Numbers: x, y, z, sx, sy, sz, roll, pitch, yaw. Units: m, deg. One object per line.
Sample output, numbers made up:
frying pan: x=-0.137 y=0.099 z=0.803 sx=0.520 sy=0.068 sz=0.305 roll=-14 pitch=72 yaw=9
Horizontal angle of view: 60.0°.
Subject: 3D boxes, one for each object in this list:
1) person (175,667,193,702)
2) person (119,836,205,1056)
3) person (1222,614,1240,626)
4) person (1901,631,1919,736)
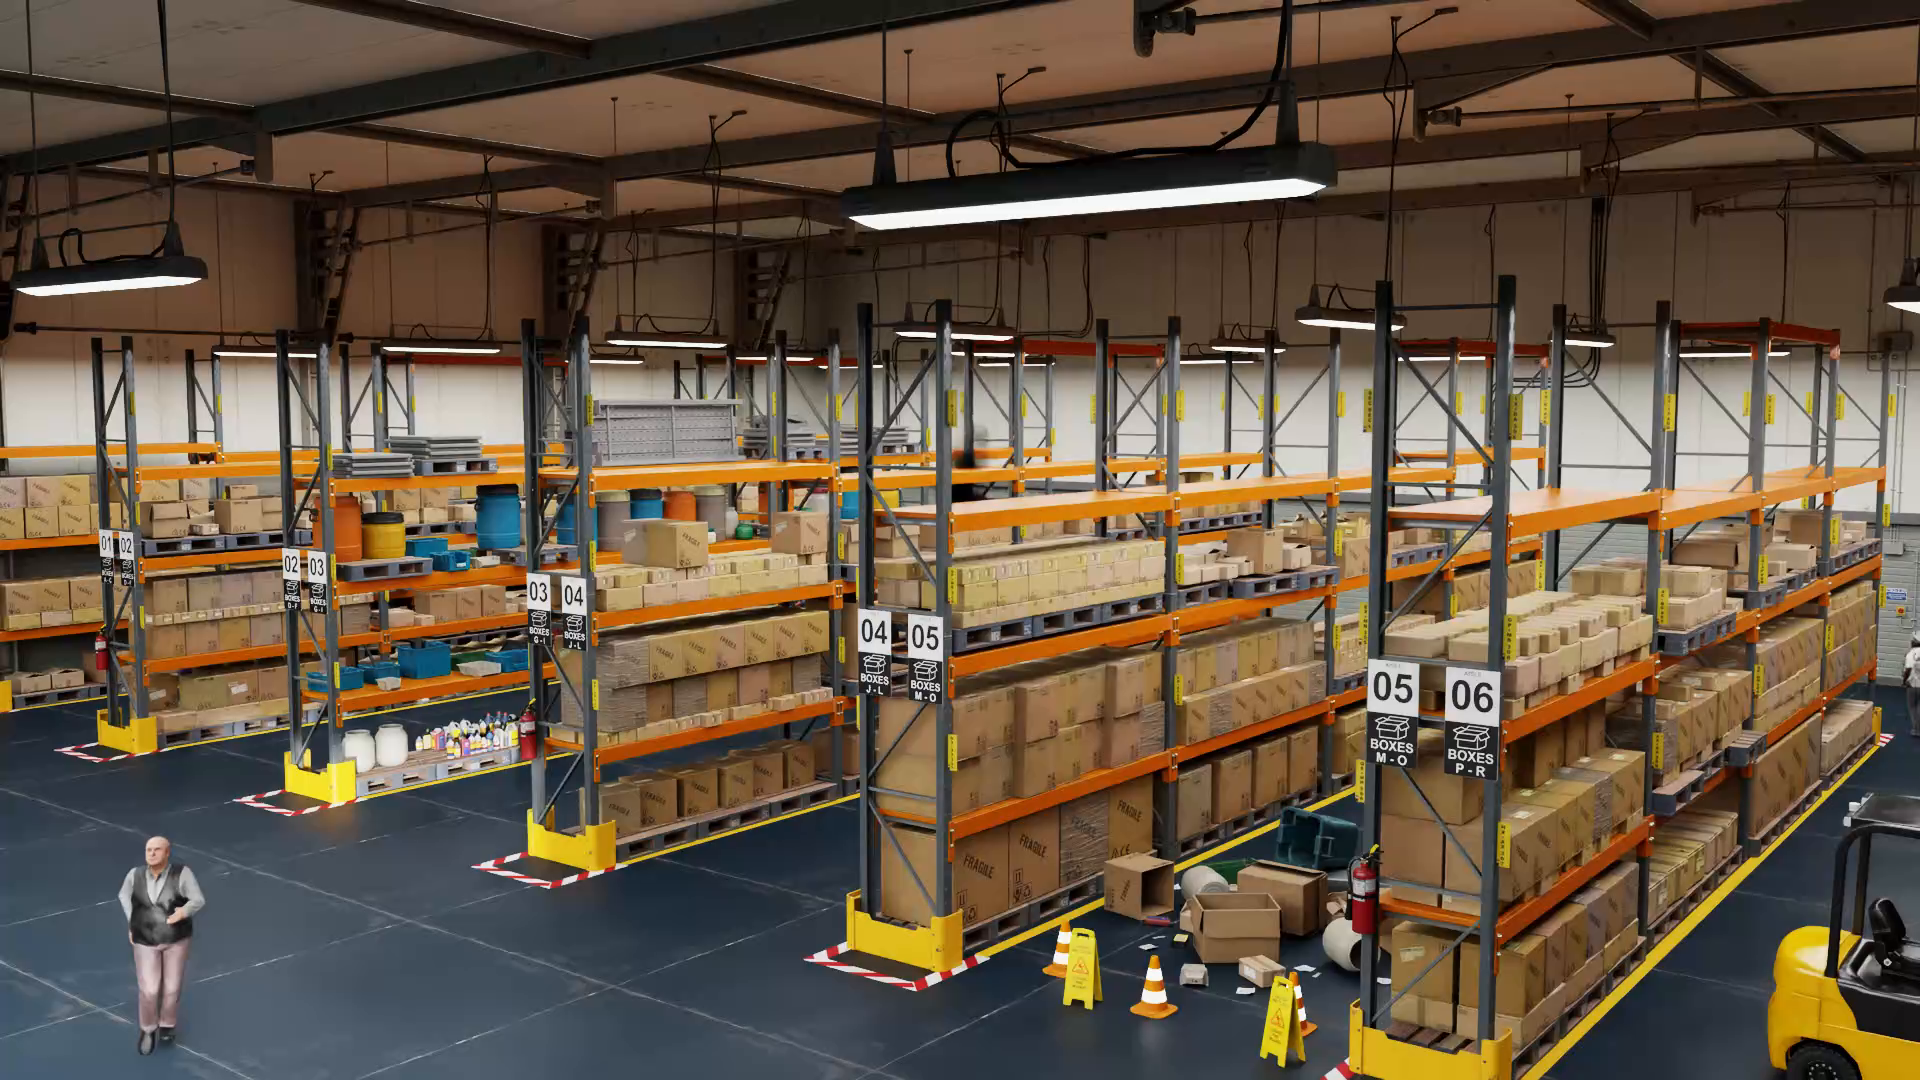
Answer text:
person: x=-12.506 y=1.986 z=26.828 sx=0.608 sy=1.647 sz=0.861 roll=3 pitch=6 yaw=31
person: x=-6.264 y=3.187 z=13.067 sx=0.631 sy=1.738 sz=0.704 roll=-2 pitch=5 yaw=-22
person: x=4.376 y=1.994 z=26.707 sx=0.632 sy=1.801 sz=0.760 roll=2 pitch=6 yaw=26
person: x=14.387 y=2.176 z=24.943 sx=0.633 sy=1.641 sz=0.763 roll=-1 pitch=5 yaw=-7
